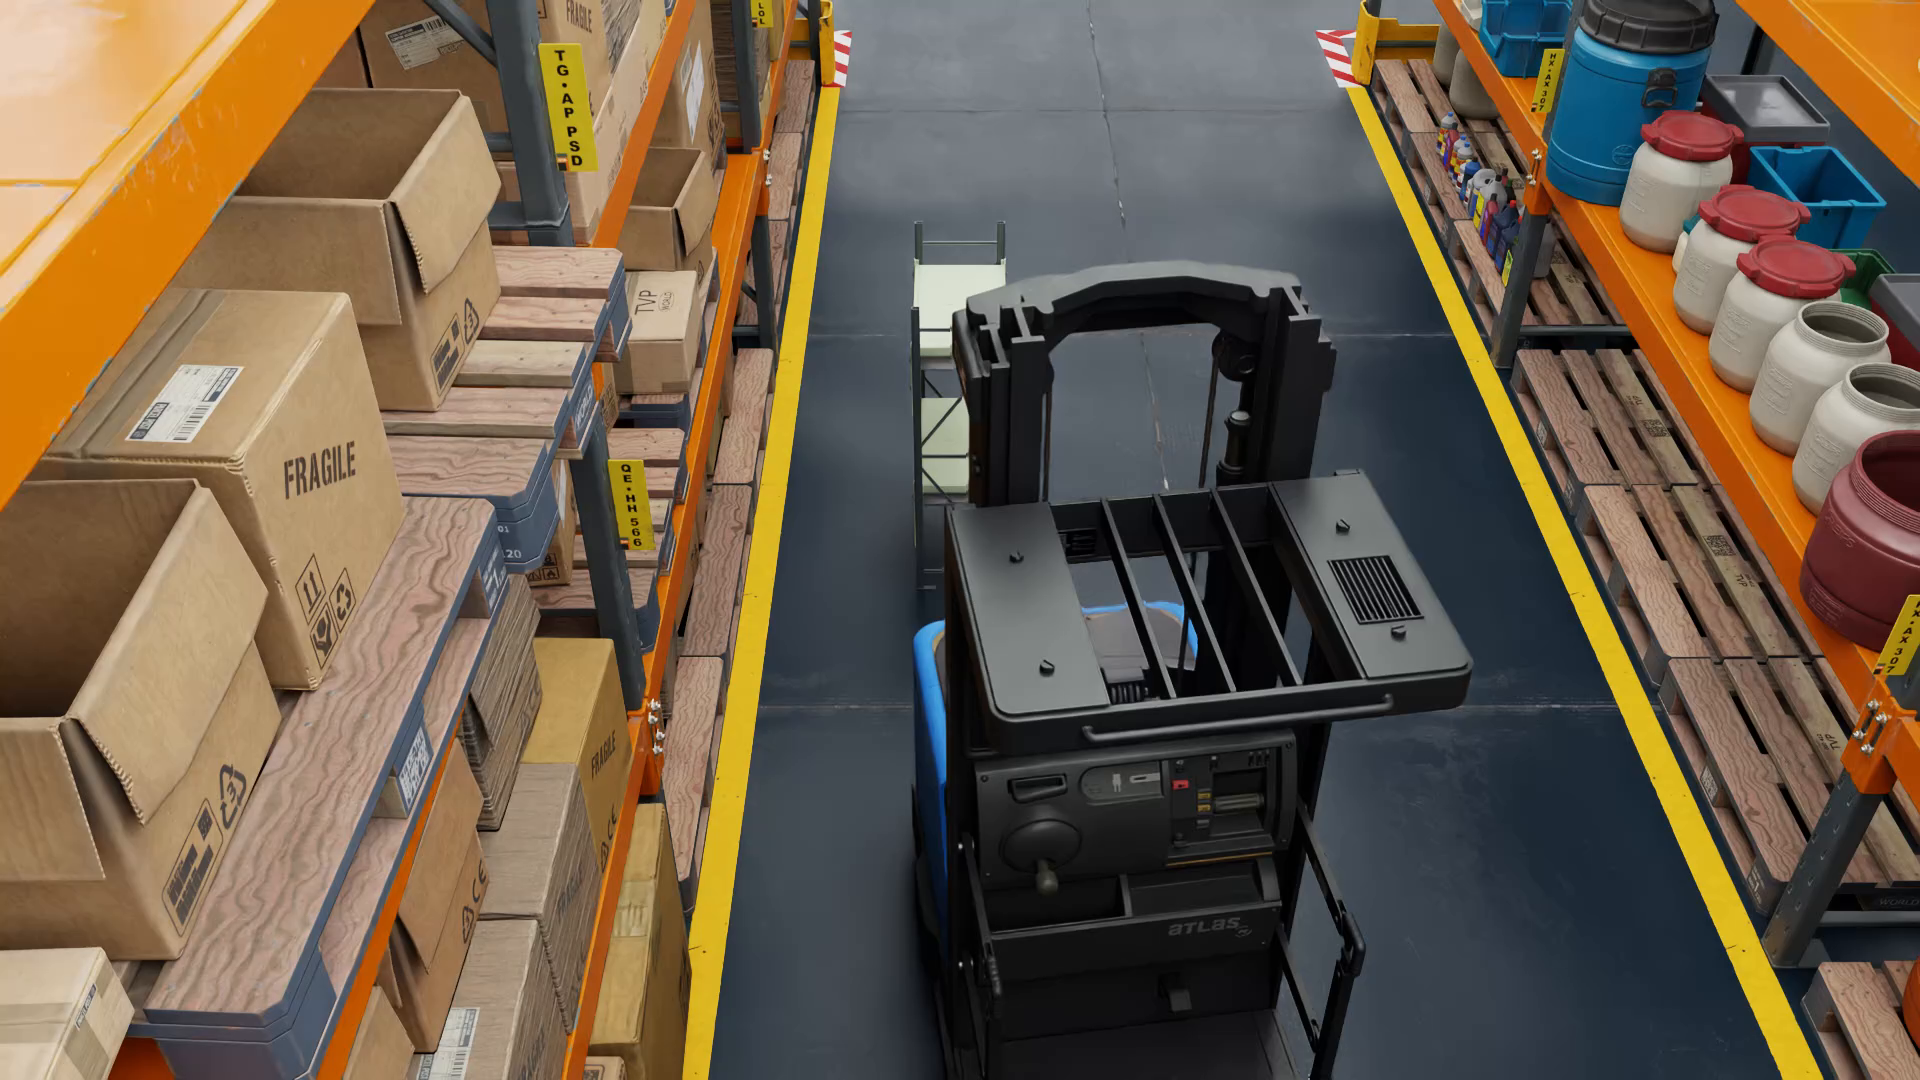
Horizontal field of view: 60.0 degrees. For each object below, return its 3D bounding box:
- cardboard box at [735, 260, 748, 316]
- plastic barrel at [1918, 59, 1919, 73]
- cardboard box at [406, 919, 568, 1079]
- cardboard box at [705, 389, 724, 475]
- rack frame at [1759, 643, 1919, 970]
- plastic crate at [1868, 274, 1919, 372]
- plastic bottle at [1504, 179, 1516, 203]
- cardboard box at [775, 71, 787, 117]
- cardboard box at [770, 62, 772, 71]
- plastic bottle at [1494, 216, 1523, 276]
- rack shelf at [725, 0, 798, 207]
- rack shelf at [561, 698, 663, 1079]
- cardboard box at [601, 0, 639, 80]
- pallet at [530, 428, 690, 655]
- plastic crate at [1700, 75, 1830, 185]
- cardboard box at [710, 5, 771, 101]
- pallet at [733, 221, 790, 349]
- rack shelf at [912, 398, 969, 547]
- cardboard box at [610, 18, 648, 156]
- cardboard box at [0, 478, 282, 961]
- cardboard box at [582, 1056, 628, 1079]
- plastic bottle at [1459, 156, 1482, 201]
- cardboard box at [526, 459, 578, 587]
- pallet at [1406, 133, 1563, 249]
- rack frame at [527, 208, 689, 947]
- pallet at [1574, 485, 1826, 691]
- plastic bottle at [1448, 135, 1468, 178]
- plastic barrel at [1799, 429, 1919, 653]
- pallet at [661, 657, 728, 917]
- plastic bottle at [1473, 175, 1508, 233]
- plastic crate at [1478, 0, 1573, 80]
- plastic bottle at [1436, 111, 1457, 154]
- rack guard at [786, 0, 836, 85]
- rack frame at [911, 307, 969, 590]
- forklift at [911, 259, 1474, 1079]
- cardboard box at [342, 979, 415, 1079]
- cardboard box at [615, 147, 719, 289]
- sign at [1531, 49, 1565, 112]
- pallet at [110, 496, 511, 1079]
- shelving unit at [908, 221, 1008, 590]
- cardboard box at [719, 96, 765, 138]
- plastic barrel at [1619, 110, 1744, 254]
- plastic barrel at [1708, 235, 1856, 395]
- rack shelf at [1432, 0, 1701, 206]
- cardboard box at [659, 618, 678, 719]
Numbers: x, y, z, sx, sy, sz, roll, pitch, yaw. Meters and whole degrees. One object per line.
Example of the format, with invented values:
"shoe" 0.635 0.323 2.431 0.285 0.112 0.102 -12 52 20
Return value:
"cardboard box" -1.465 -1.584 9.237 0.500 0.500 0.500 -1 39 -1
"plastic barrel" 3.218 -1.559 5.255 0.301 0.262 0.301 0 39 0
"cardboard box" -1.253 1.262 3.942 0.500 0.500 0.500 -1 39 -2
"cardboard box" -1.544 -0.659 8.067 0.700 0.500 0.500 0 39 0
"rack frame" 3.453 0.352 5.157 1.000 3.000 0.127 0 39 0
"plastic crate" 3.757 -0.683 6.398 0.402 0.464 0.583 0 39 0
"plastic bottle" 3.261 -2.001 9.915 0.061 0.283 0.133 0 39 0
"cardboard box" -1.490 -3.071 11.092 0.500 0.500 0.500 10 40 12
"cardboard box" -1.229 -2.651 9.106 0.380 0.149 0.250 0 39 0
"plastic bottle" 3.159 -1.690 9.472 0.144 0.351 0.185 -1 39 -1
"rack shelf" -1.507 -3.115 10.060 1.077 0.370 4.000 0 39 0
"rack shelf" -1.498 1.887 3.817 1.077 0.370 4.000 0 39 0
"cardboard box" -1.240 -1.660 4.790 0.500 0.500 0.500 0 39 0
"pallet" -1.607 -0.015 5.769 1.213 0.211 1.003 0 39 0
"plastic crate" 3.755 -1.871 7.881 0.402 0.464 0.583 0 39 0
"cardboard box" -1.443 -2.582 8.501 0.875 0.500 0.500 0 39 0
"pallet" -1.541 -1.477 9.670 1.003 0.211 1.213 0 39 0
"rack shelf" 0.000 -0.335 7.736 0.431 0.370 0.720 0 39 0
"cardboard box" -1.246 -1.371 5.029 0.500 0.250 0.500 1 39 1
"cardboard box" -1.476 0.259 2.457 0.797 0.503 0.637 -1 39 -1
"cardboard box" -1.527 2.010 4.452 1.225 0.875 0.875 0 39 0
"plastic bottle" 3.135 -2.220 10.197 0.097 0.271 0.097 0 39 0
"cardboard box" -1.541 -0.185 5.411 0.500 0.500 0.500 -5 39 -6
"pallet" 3.485 -2.246 10.629 1.003 0.211 1.213 0 39 0
"rack frame" -1.500 0.356 5.153 1.000 3.000 0.127 0 39 0
"pallet" 3.492 0.195 7.583 1.003 0.211 1.213 0 39 0
"plastic bottle" 3.134 -2.409 10.433 0.097 0.271 0.097 0 39 0
"plastic barrel" 3.149 0.009 5.476 0.600 0.536 0.708 0 39 0
"pallet" -1.500 0.955 6.635 1.003 0.211 1.213 0 39 0
"plastic bottle" 3.159 -2.012 9.873 0.144 0.351 0.185 0 39 0
"plastic crate" 3.175 -2.783 9.188 0.499 0.251 0.616 0 39 0
"plastic bottle" 3.134 -2.623 10.700 0.097 0.271 0.097 0 39 0
"rack guard" -1.509 -3.624 12.118 1.175 0.500 0.348 0 39 0
"rack frame" 0.000 -0.361 7.246 0.400 1.500 0.023 0 39 0
"forklift" 0.541 0.855 4.585 1.130 2.935 3.031 -5 39 -7
"cardboard box" -1.510 1.210 3.205 0.797 0.503 0.637 1 39 1
"cardboard box" -1.410 -1.266 6.758 0.797 0.503 0.637 4 39 5
"sign" 2.898 -2.264 8.200 0.100 0.325 0.005 0 39 0
"pallet" -1.442 0.361 2.899 1.003 0.211 1.213 2 39 2
"shelving unit" 0.000 -0.589 7.532 0.431 1.500 0.755 0 39 0
"cardboard box" -1.204 -2.182 8.521 0.380 0.149 0.250 0 39 0
"plastic barrel" 3.230 -1.604 7.489 0.433 0.535 0.433 0 39 0
"plastic barrel" 3.231 -0.874 6.579 0.433 0.535 0.433 0 39 0
"rack shelf" 3.446 -3.119 10.064 1.077 0.370 4.000 0 39 0
"cardboard box" -1.534 0.394 6.752 0.700 0.500 0.500 -3 39 -4
